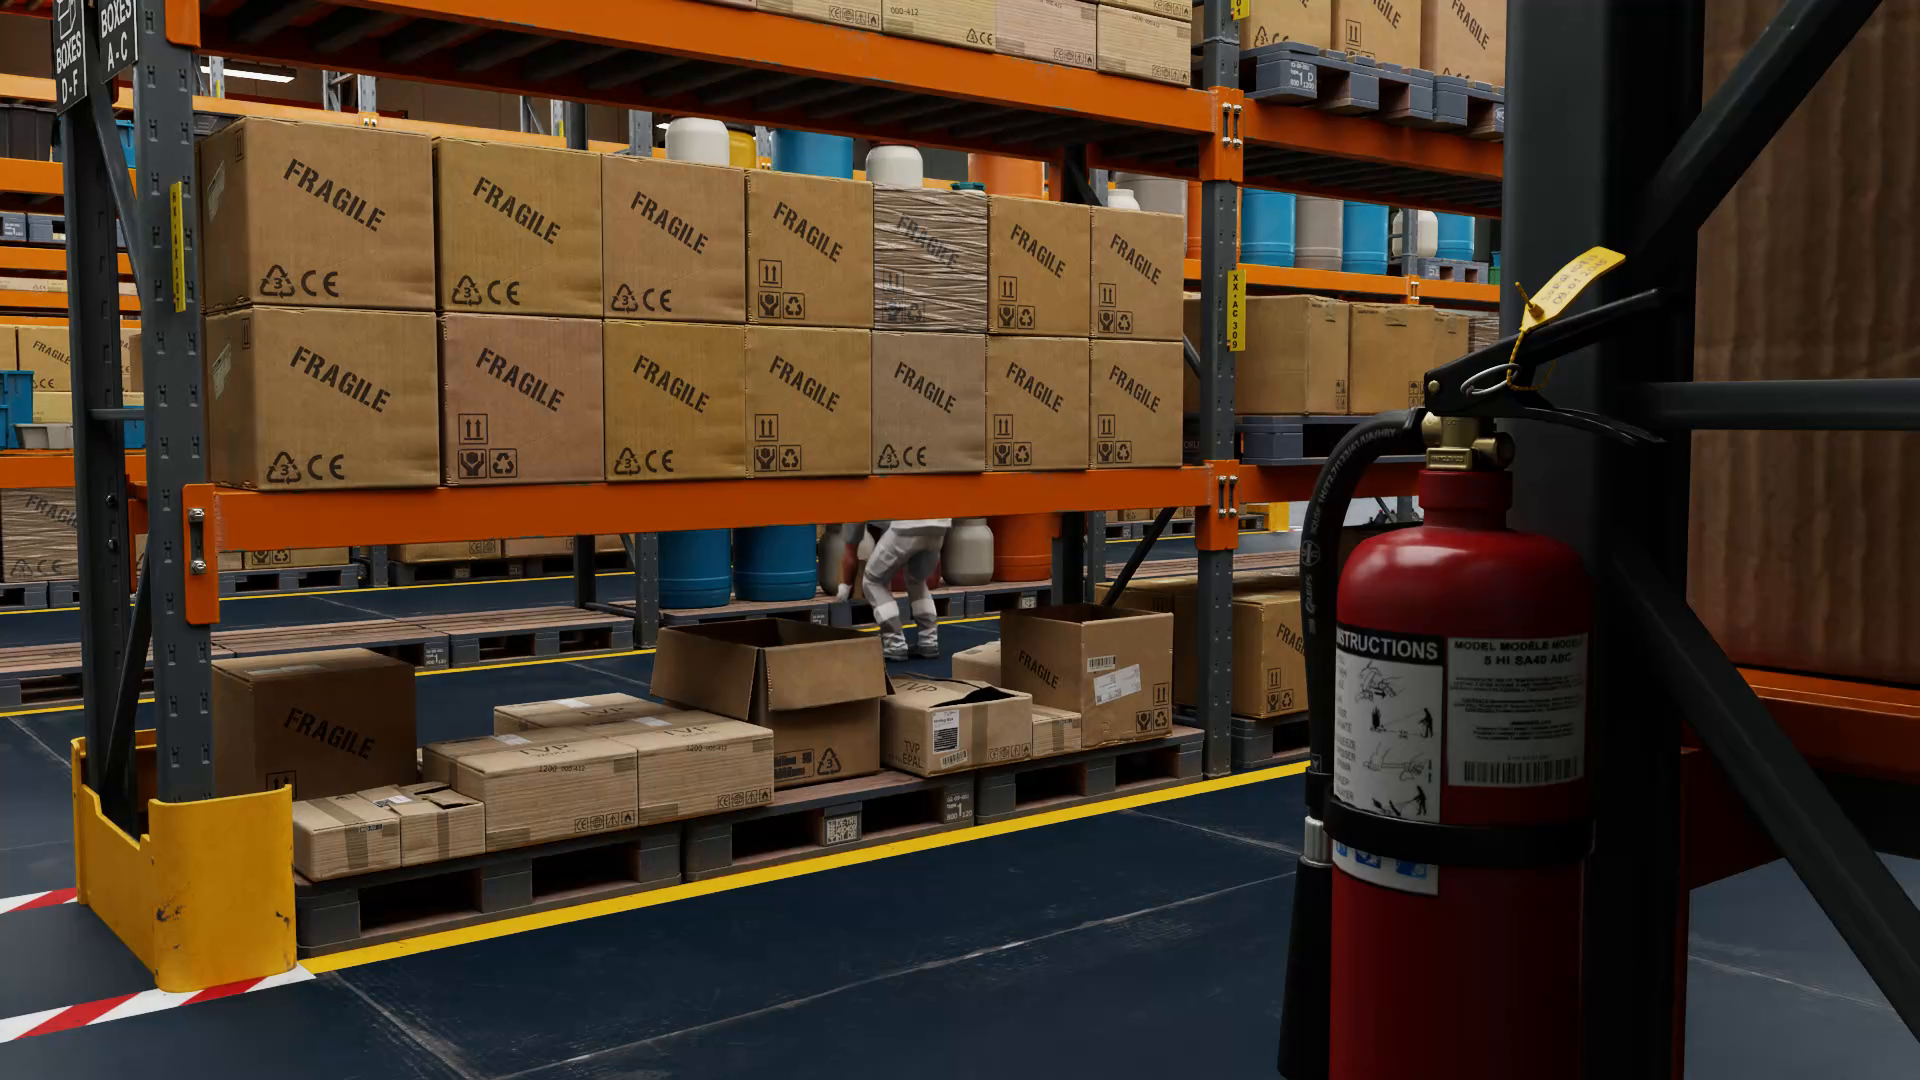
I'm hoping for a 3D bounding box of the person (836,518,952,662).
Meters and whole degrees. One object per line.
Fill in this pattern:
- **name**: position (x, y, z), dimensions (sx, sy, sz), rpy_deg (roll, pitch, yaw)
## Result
- **person**: position (-0.462, 0.150, 10.494), dimensions (0.520, 1.157, 0.947), rpy_deg (-4, 6, -41)
